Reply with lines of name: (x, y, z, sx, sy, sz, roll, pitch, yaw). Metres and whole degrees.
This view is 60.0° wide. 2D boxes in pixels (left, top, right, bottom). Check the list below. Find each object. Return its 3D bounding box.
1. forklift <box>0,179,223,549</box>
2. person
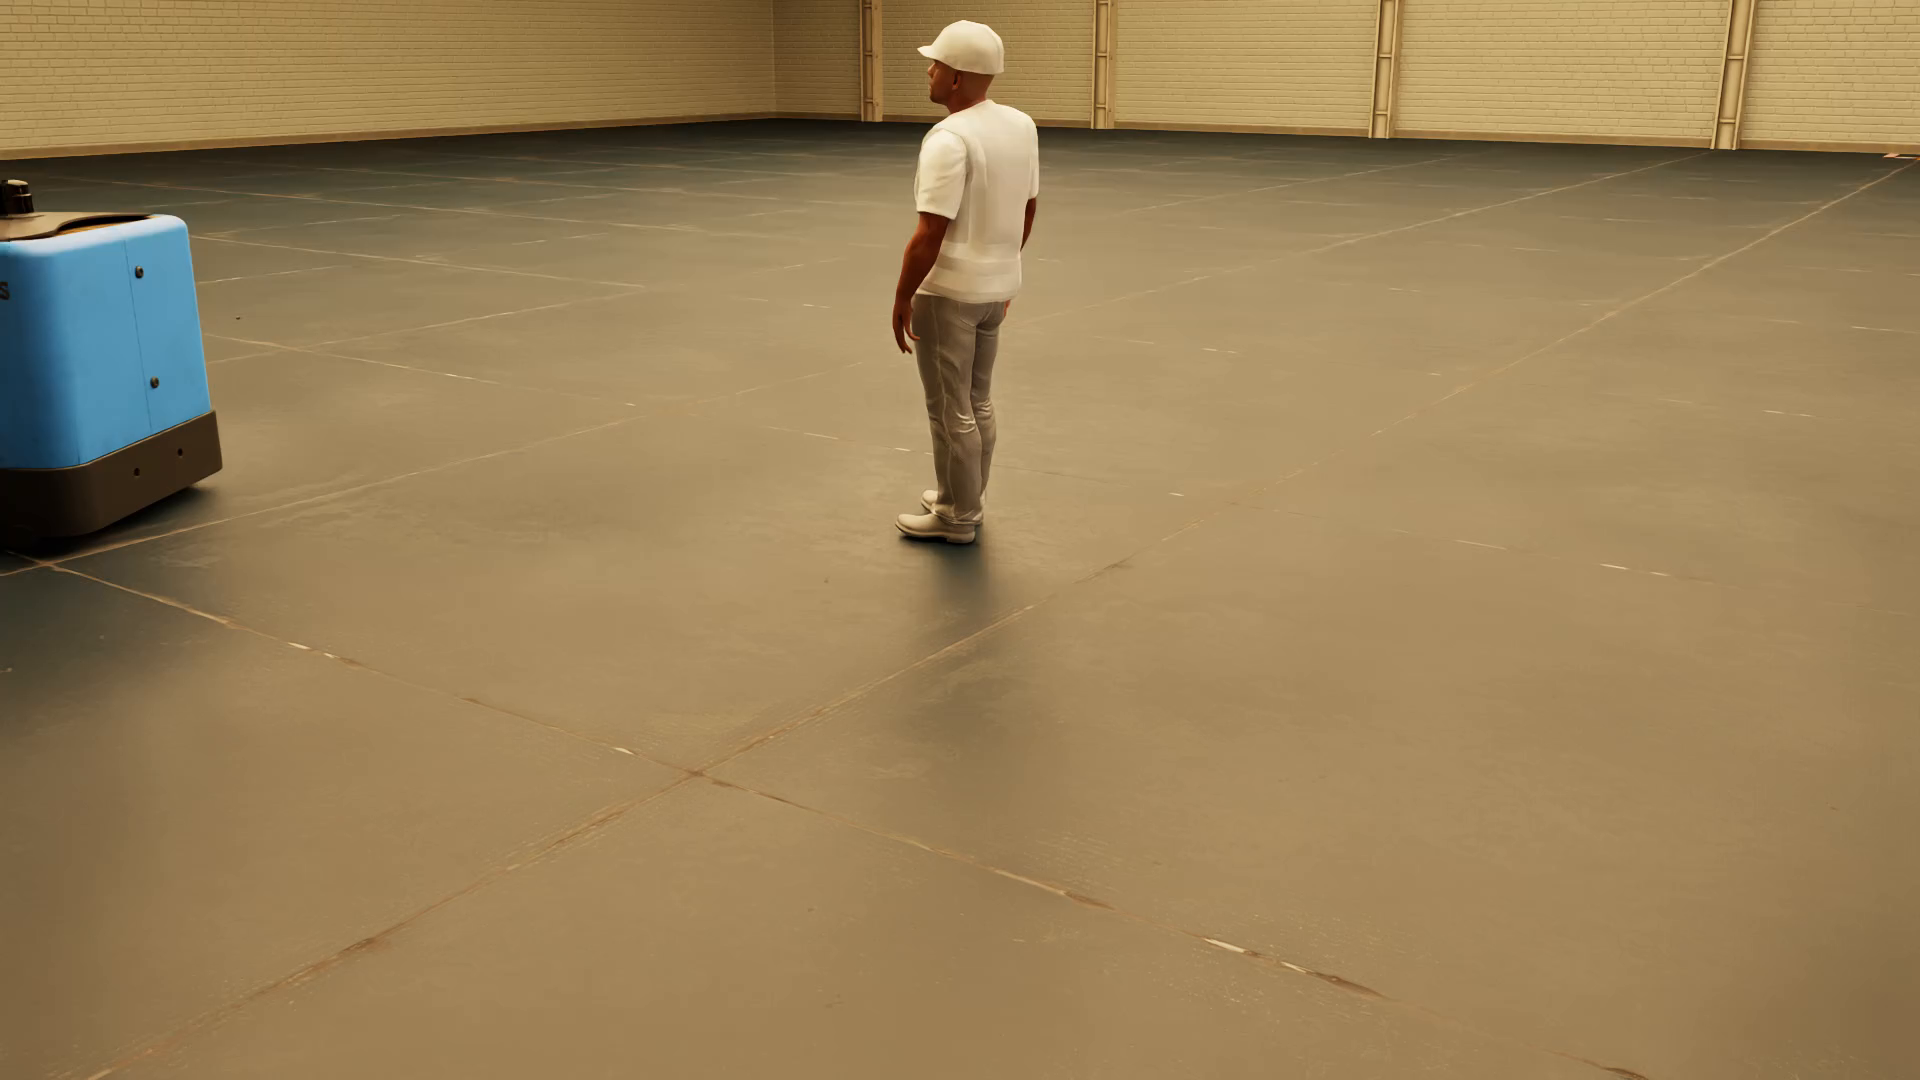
forklift: (-4.487, -1.524, 5.929, 3.031, 2.935, 1.130, 1, 17, 4)
person: (-0.055, -0.865, 5.735, 0.575, 1.768, 0.666, 11, 20, 33)
